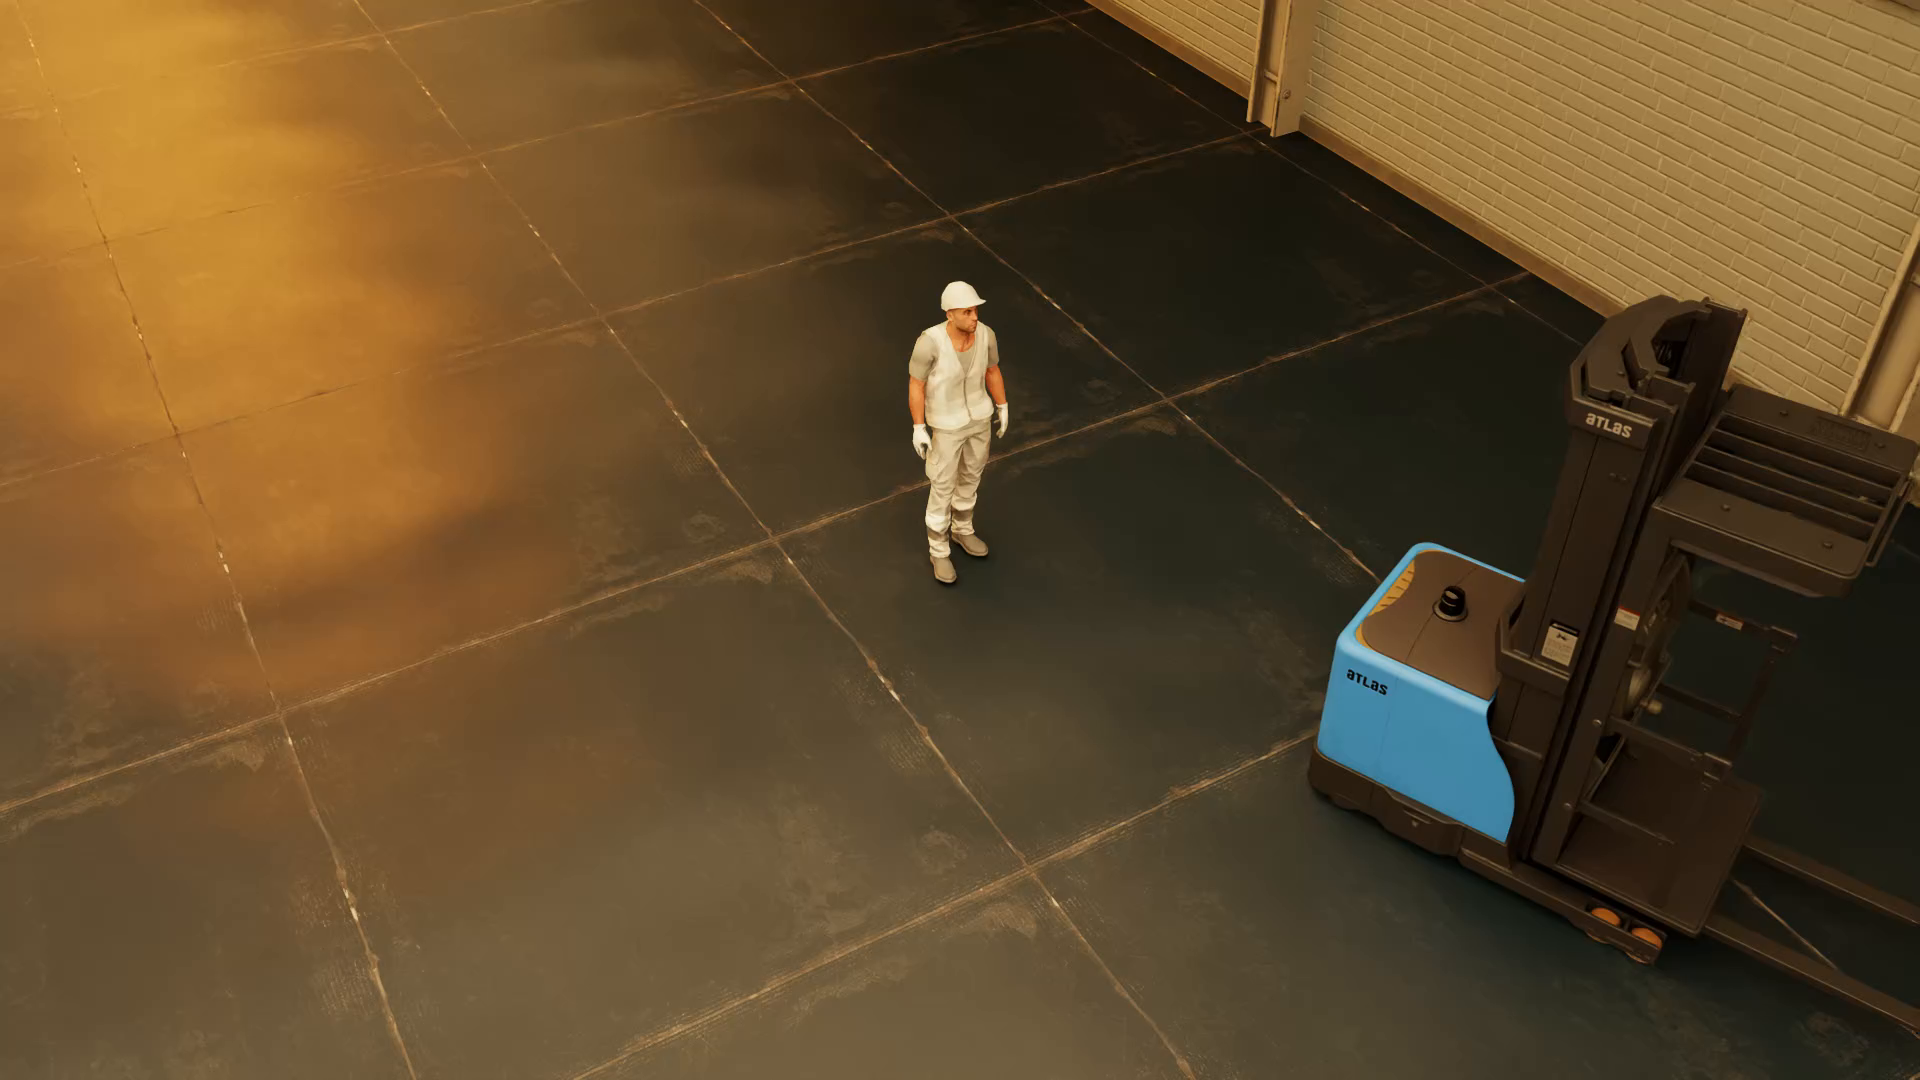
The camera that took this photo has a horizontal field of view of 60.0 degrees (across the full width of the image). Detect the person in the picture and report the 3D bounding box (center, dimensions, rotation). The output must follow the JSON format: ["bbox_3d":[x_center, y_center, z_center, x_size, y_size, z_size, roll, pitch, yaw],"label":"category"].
[{"bbox_3d":[0.031,-0.646,9.699,0.638,1.789,0.562,-20,44,-23],"label":"person"}]

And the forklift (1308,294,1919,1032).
[{"bbox_3d":[3.311,0.492,7.443,3.031,2.935,1.130,25,46,27],"label":"forklift"}]
